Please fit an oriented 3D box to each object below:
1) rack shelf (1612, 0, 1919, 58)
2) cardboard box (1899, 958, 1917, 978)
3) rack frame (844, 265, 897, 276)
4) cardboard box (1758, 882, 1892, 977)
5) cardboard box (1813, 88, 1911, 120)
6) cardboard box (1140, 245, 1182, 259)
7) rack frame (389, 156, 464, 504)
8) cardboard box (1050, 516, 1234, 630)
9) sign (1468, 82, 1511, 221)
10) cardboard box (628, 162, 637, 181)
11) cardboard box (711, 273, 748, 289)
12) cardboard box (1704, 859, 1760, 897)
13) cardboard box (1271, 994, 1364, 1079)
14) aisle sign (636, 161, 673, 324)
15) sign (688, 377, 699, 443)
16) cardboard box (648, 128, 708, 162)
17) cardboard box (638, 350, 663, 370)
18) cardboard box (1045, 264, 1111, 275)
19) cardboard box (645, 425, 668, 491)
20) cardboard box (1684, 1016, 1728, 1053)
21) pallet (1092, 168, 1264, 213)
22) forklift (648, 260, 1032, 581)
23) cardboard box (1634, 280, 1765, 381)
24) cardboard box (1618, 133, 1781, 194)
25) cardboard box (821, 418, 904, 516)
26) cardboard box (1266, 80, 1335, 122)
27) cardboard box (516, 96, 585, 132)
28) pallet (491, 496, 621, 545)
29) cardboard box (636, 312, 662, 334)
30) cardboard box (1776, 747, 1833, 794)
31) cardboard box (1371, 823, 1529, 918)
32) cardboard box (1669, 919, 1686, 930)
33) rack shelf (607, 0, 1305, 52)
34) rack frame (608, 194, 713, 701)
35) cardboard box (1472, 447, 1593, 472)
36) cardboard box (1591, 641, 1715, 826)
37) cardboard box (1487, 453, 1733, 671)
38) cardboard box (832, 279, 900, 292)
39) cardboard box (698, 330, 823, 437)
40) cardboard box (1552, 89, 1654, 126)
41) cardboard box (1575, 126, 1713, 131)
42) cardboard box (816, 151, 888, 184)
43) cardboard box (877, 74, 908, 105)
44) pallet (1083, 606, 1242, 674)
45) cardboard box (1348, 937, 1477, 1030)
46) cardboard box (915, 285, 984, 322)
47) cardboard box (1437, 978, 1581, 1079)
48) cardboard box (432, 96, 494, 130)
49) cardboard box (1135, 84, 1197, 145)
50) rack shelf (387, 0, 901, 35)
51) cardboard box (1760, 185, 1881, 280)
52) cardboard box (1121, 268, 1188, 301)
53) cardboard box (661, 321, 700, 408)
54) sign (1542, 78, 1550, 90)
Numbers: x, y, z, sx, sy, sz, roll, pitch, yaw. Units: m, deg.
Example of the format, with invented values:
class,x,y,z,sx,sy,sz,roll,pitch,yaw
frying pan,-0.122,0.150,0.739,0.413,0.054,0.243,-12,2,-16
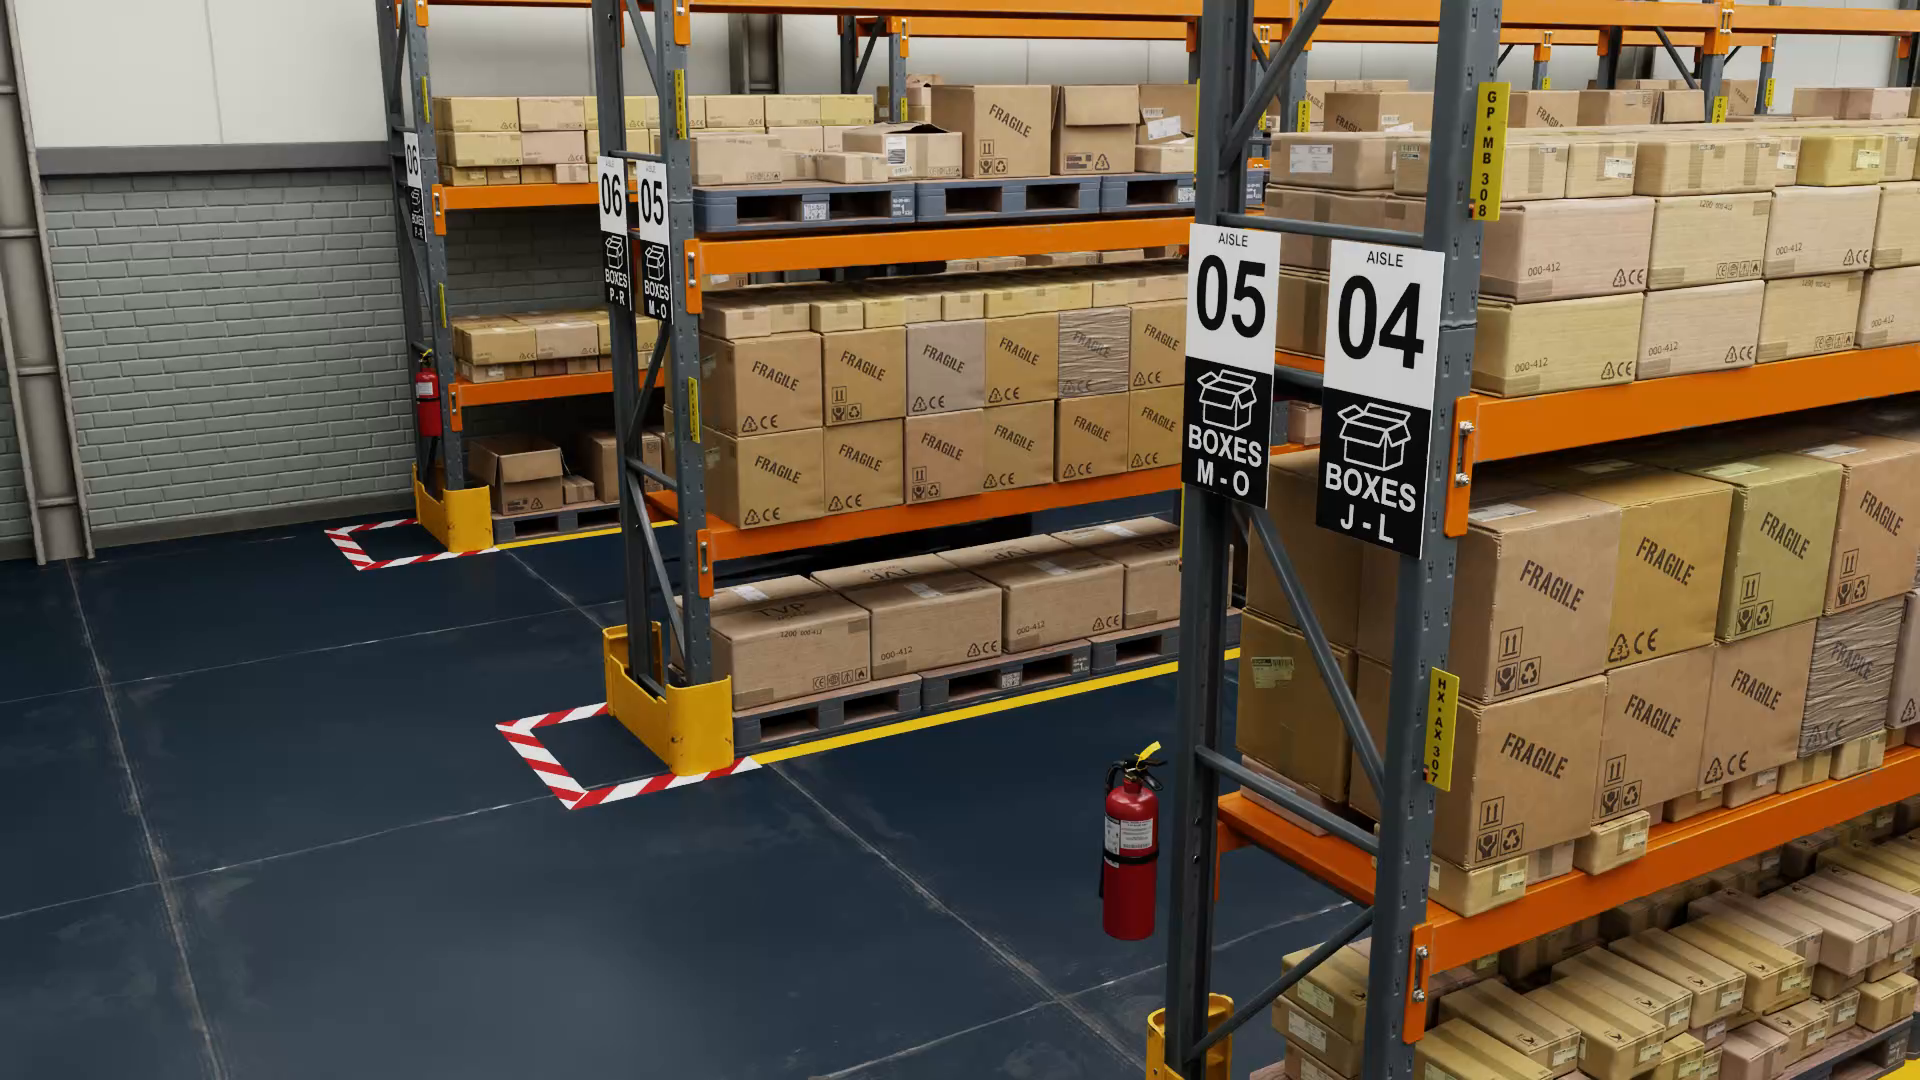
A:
class,x,y,z,sx,sy,sz,roll,pitch,yaw
rack shelf,6.938,-4.074,13.344,4.000,0.370,1.077,-9,18,-30
cardboard box,3.523,1.622,6.570,0.250,0.149,0.380,-10,18,-31
rack frame,-0.765,-2.038,15.122,0.127,3.000,1.000,-9,18,-30
cardboard box,3.180,1.433,6.141,0.250,0.149,0.380,-10,18,-32
cardboard box,7.358,-3.560,13.569,0.500,0.250,0.500,-9,18,-29
cardboard box,2.142,-2.809,16.909,0.500,0.500,0.500,-8,18,-27
rack frame,-4.193,-1.482,13.139,0.127,3.000,1.000,-9,18,-30
cardboard box,1.201,0.204,11.093,0.875,0.438,0.875,-10,18,-31
sign,1.282,-0.942,4.037,0.005,0.325,0.100,-9,18,-30
cardboard box,-2.693,-2.967,13.347,0.250,0.149,0.380,-9,18,-30
cardboard box,-2.178,-2.324,14.482,0.500,0.500,0.500,-10,18,-31
cardboard box,2.908,1.311,6.576,0.250,0.149,0.380,-10,19,-32
cardboard box,1.307,1.685,5.793,0.250,0.149,0.380,-10,18,-31
aisle sign,-1.546,-1.509,8.418,0.004,0.787,0.394,-9,18,-30
sign,-1.353,-0.660,8.455,0.005,0.325,0.100,-9,18,-30
cardboard box,-2.371,-3.217,13.496,0.500,0.250,0.500,-10,18,-31
cardboard box,-2.640,-1.511,13.707,0.250,0.149,0.380,-10,18,-31
cardboard box,0.737,-1.643,10.474,0.250,0.149,0.380,-9,18,-30
cardboard box,-2.363,-0.704,14.216,0.500,0.500,0.500,-9,18,-29
cardboard box,2.466,1.662,5.875,0.250,0.149,0.380,-10,19,-32
pallet,1.088,-2.180,10.237,1.213,0.211,1.003,-9,18,-30
forklift,-0.902,-1.222,12.341,3.031,2.935,1.130,-12,20,-36
cardboard box,1.972,-0.650,4.893,0.500,0.250,0.500,-9,18,-28
cardboard box,2.104,-1.086,4.781,0.250,0.149,0.380,-9,18,-29
cardboard box,-0.655,-0.459,9.305,0.500,0.500,0.500,-10,18,-31
cardboard box,3.410,-4.381,16.775,0.500,0.500,0.500,-9,18,-29
cardboard box,-3.238,-3.308,12.896,0.500,0.250,0.500,-9,18,-30
pallet,-3.445,-0.261,13.949,1.213,0.211,1.003,-9,18,-30
cardboard box,-2.374,-1.771,13.897,0.500,0.250,0.500,-10,18,-31
cardboard box,2.759,0.720,5.748,0.250,0.149,0.380,-8,18,-28
cardboard box,1.448,0.949,4.932,0.250,0.149,0.380,-9,18,-30
cardboard box,2.640,1.462,6.591,0.250,0.149,0.380,-9,18,-29
rack shelf,0.080,-2.962,9.377,4.000,0.370,1.077,-9,18,-30
rack frame,-1.634,-0.334,9.044,0.127,3.000,1.000,-9,18,-30
cardboard box,1.700,-0.067,5.503,0.500,0.500,0.500,-10,18,-32
cardboard box,1.975,0.527,5.235,0.500,0.500,0.500,-9,18,-30
cardboard box,1.953,0.052,5.078,0.500,0.500,0.500,-9,18,-28
cardboard box,-0.549,-1.414,9.656,0.250,0.149,0.380,-9,18,-30
cardboard box,-1.076,-0.864,8.898,0.500,0.500,0.500,-10,18,-31
cardboard box,4.473,-2.959,11.888,0.500,0.500,0.700,-10,19,-32
cardboard box,2.250,-1.292,5.518,0.250,0.149,0.380,-9,18,-29
cardboard box,-0.583,-2.006,8.952,0.250,0.149,0.380,-8,18,-28
cardboard box,-0.538,-4.013,14.793,0.258,0.266,0.396,-10,18,-31
pallet,1.103,0.540,11.091,1.213,0.211,1.003,-9,18,-30
cardboard box,1.570,1.528,5.805,0.250,0.149,0.380,-9,18,-29
cardboard box,-0.067,-1.338,9.386,0.250,0.149,0.380,-9,18,-29
cardboard box,1.800,1.621,5.471,0.250,0.149,0.380,-9,18,-29
cardboard box,-3.956,-3.364,13.097,0.500,0.250,0.500,-10,18,-31
cardboard box,1.182,-2.600,10.420,0.500,0.500,0.500,-9,18,-29
rack shelf,-2.479,-4.300,13.418,4.000,0.370,1.077,-9,18,-30
cardboard box,2.398,-0.957,5.059,0.500,0.250,0.500,-9,18,-29
cardboard box,1.194,-1.571,10.219,0.250,0.149,0.380,-9,18,-30
cardboard box,-1.343,-0.986,9.331,0.500,0.500,0.500,-9,18,-28
sign,6.381,-4.870,18.129,0.005,0.325,0.100,-9,18,-30
